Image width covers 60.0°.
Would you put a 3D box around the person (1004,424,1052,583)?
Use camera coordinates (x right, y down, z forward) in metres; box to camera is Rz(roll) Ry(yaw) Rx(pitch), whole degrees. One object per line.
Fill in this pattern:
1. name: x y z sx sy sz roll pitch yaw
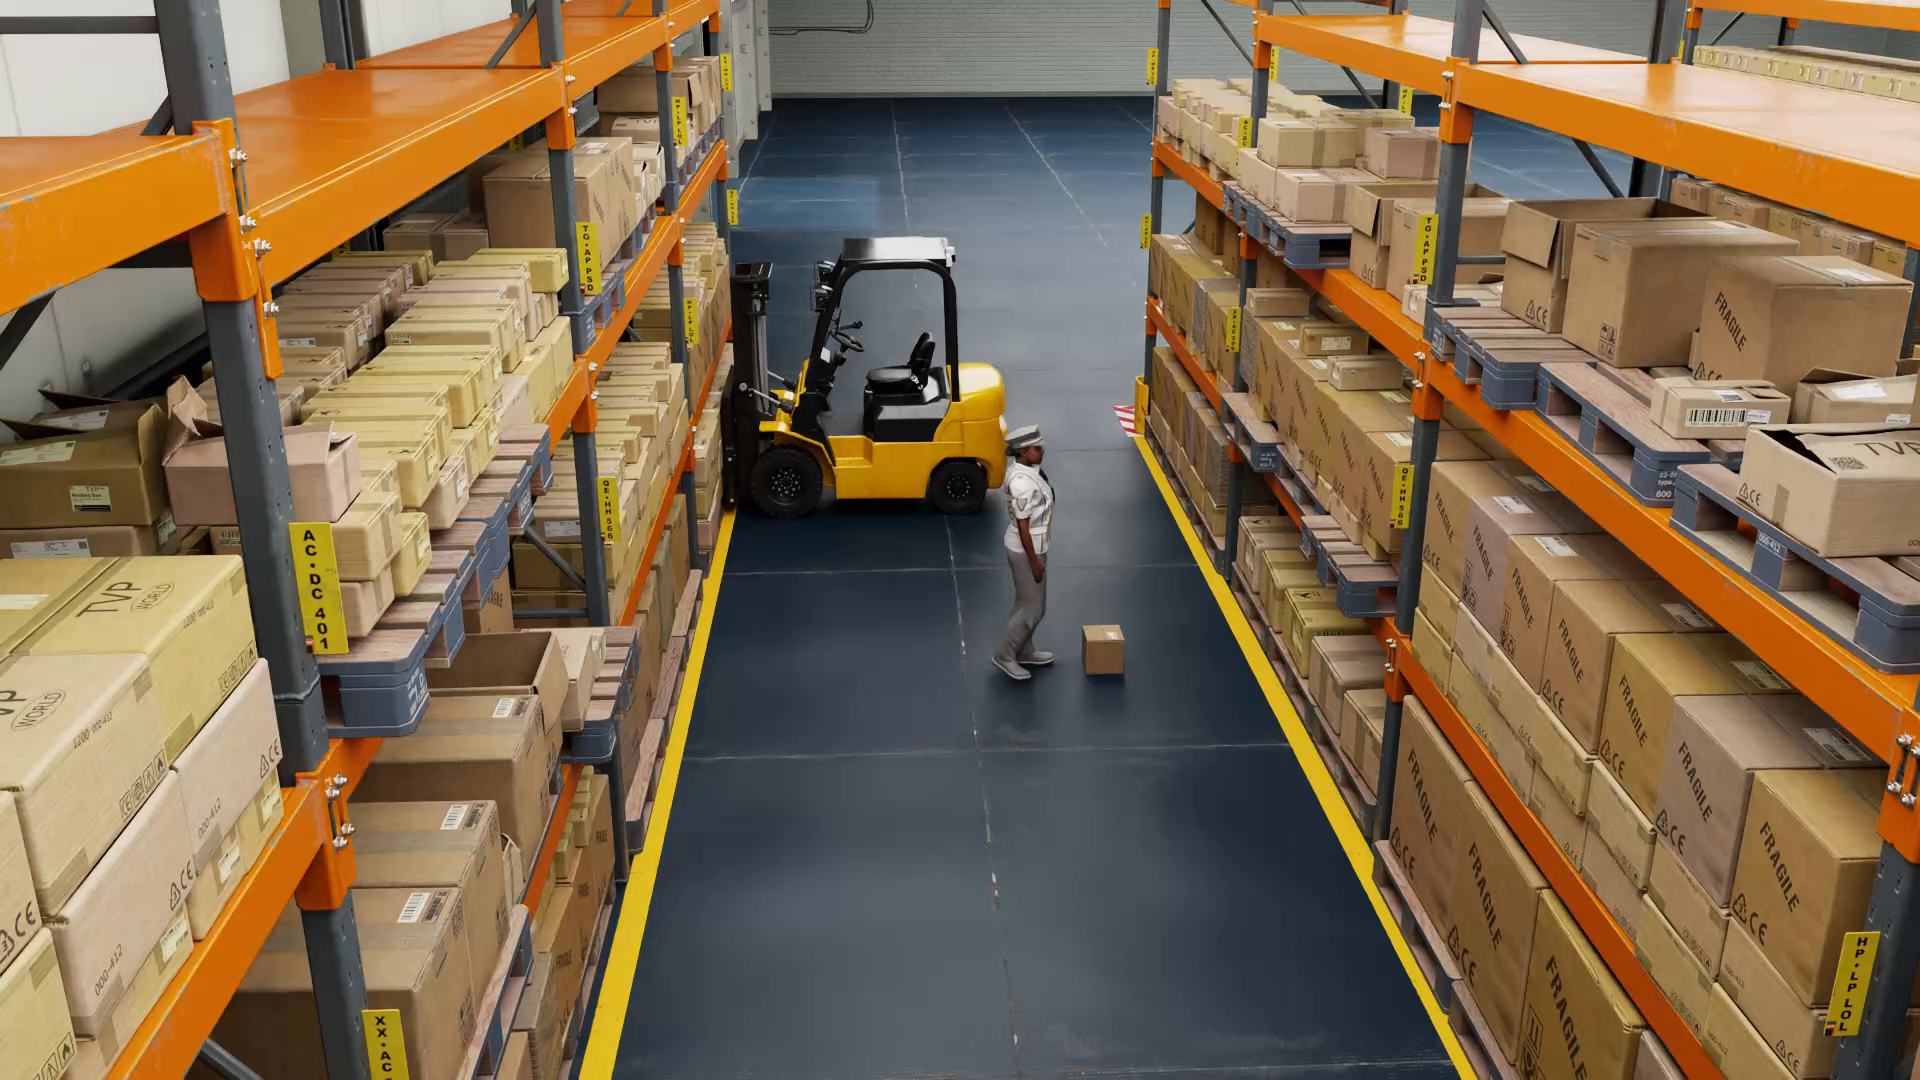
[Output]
1. person: 0.436 -0.245 10.730 0.312 1.033 0.479 1 21 2
